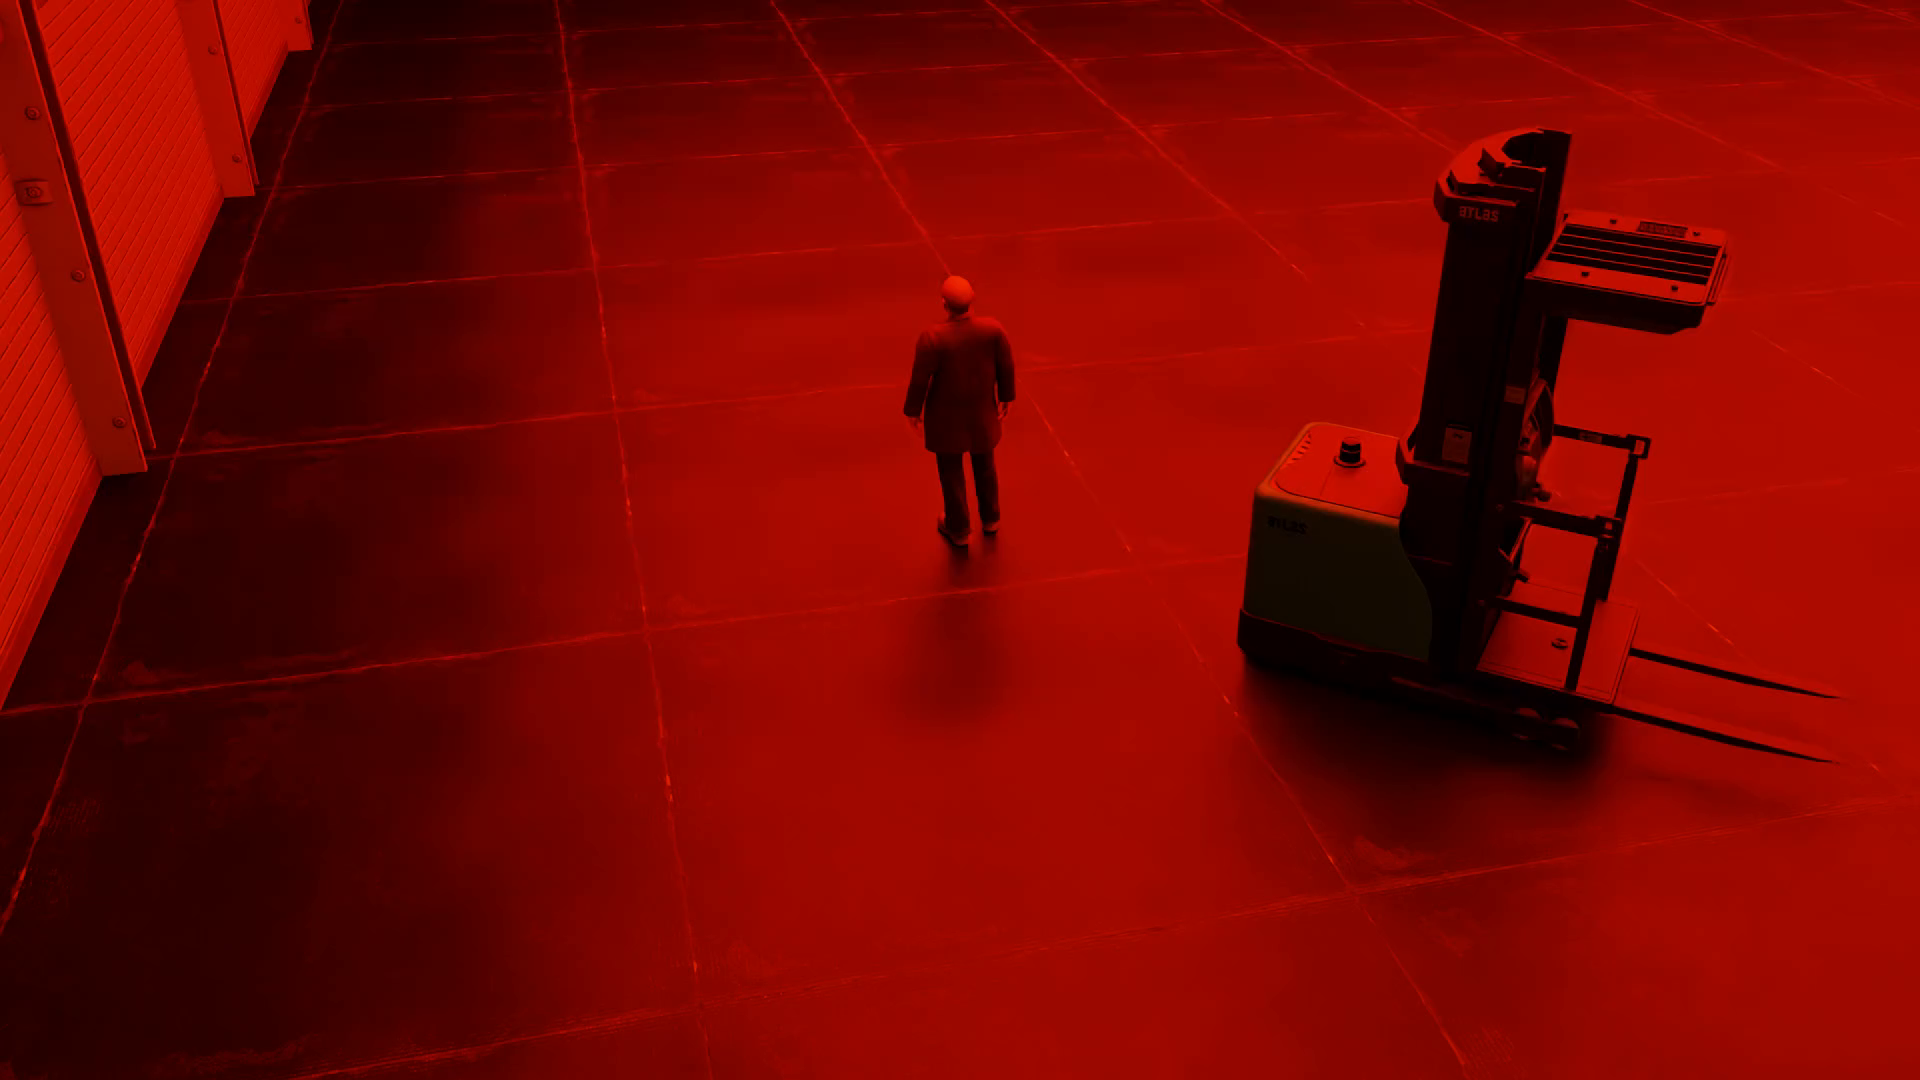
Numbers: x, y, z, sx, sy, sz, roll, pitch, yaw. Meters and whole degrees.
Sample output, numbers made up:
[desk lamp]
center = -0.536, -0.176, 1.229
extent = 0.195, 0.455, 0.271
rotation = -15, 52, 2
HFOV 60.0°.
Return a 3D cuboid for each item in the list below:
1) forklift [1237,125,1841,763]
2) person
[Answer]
[forklift]
center = 3.105, -0.483, 8.409
extent = 3.031, 2.935, 1.130
rotation = 15, 33, 24
[person]
center = -0.018, -0.821, 10.129
extent = 0.696, 1.778, 0.579
rotation = -7, 31, -12
